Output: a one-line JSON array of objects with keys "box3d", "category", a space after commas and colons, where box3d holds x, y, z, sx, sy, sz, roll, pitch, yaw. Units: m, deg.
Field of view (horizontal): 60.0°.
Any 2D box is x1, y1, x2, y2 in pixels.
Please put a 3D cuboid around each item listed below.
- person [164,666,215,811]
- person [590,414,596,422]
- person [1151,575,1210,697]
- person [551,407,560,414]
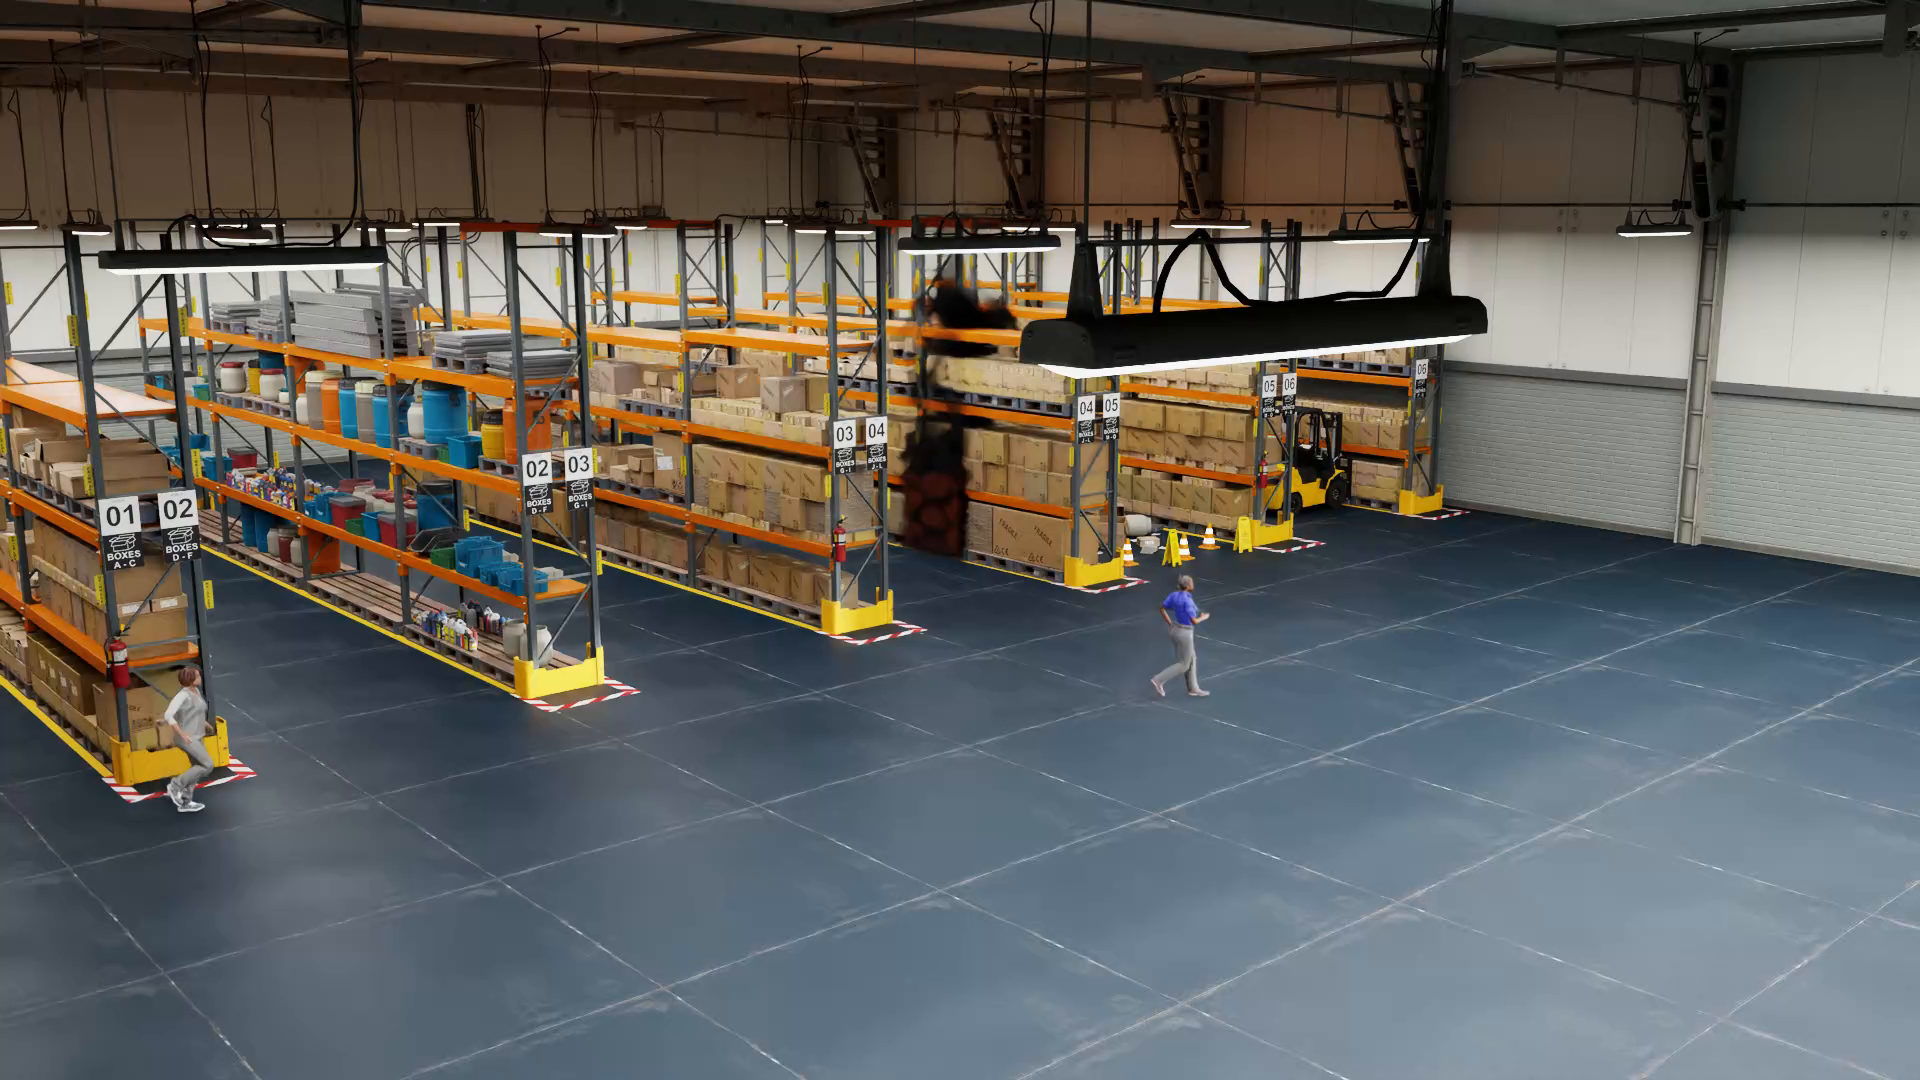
[{"box3d": [-8.140, 2.097, 17.573, 0.486, 1.553, 0.567, -2, 12, -9], "category": "person"}, {"box3d": [-9.096, -2.702, 40.980, 1.039, 1.619, 0.594, -10, 15, -39], "category": "person"}, {"box3d": [2.837, 1.251, 21.455, 0.868, 1.636, 0.578, -4, 12, -18], "category": "person"}, {"box3d": [-9.425, -2.273, 38.579, 0.722, 1.760, 0.982, -2, 12, -9], "category": "person"}]
